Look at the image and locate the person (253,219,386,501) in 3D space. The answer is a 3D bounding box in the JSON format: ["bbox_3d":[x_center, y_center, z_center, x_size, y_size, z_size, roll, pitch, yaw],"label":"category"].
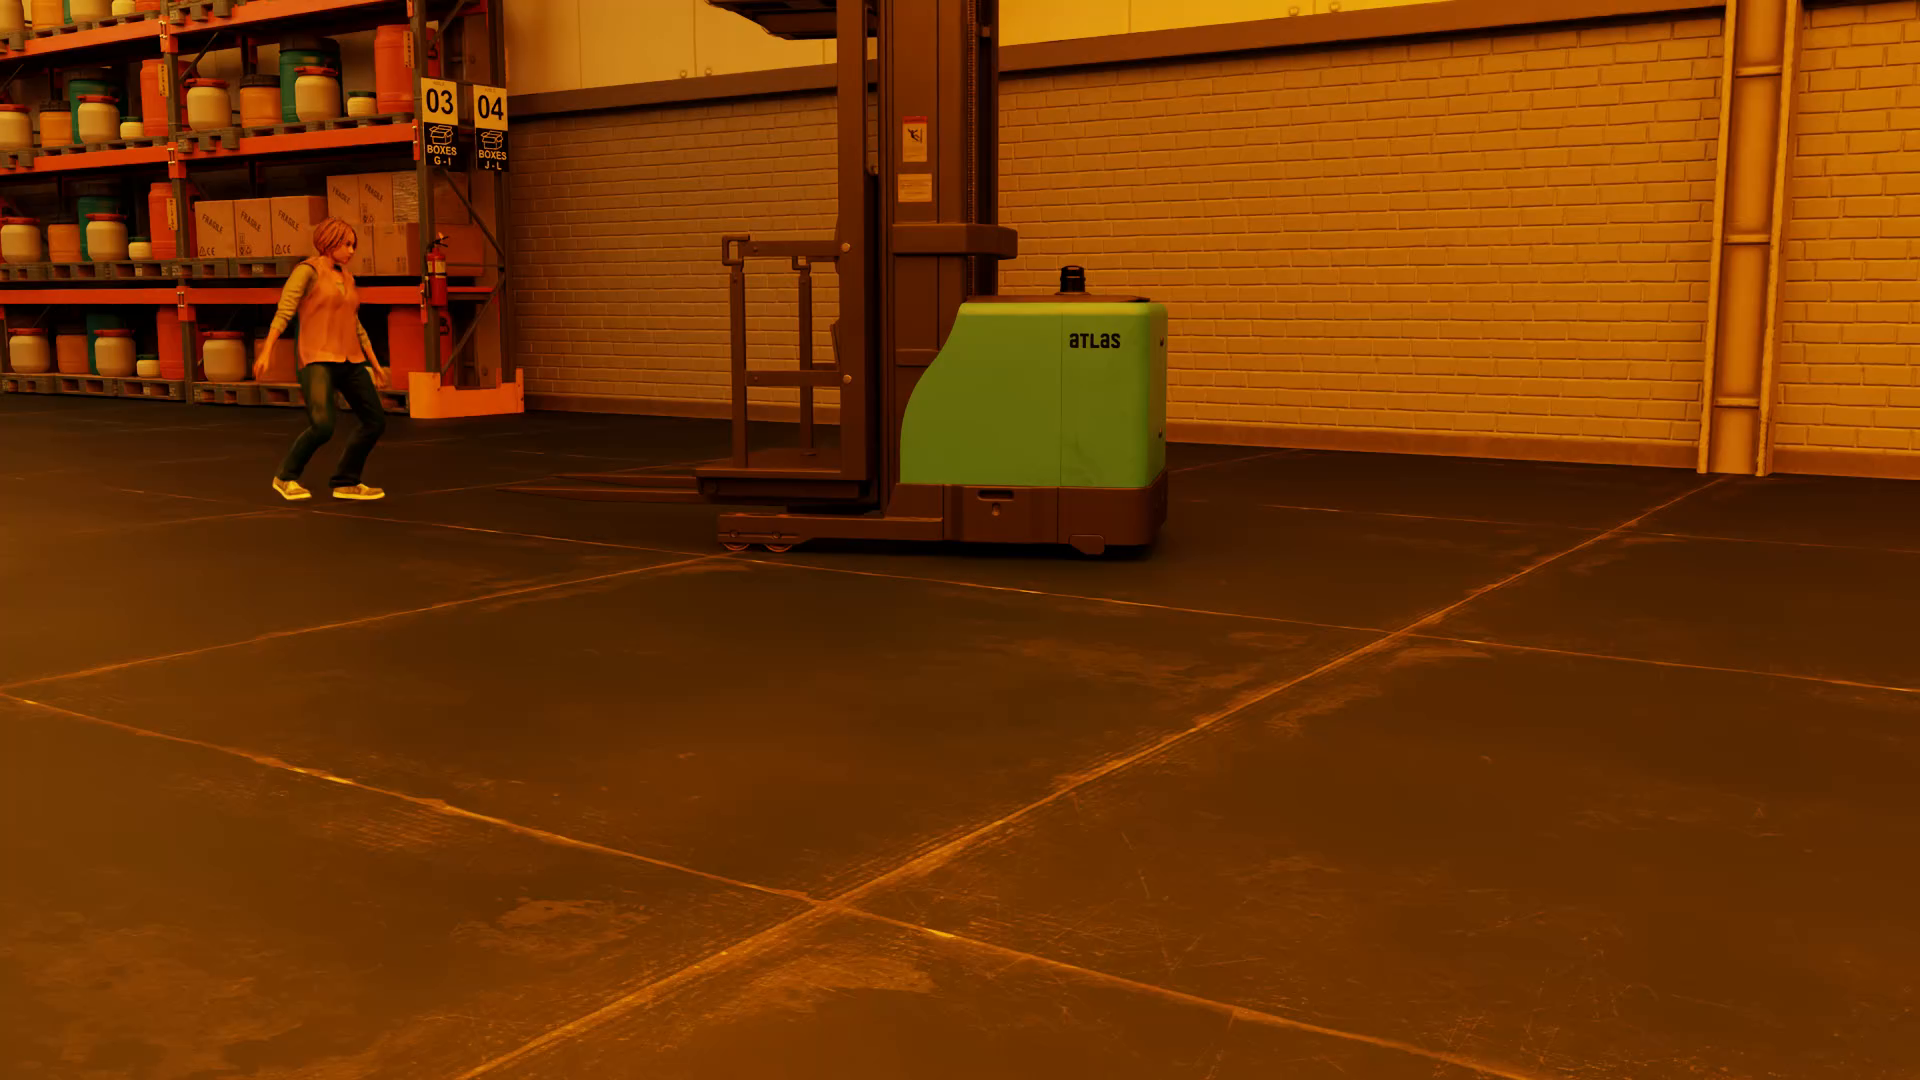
[{"bbox_3d":[-3.405,-0.939,8.849,0.449,1.521,0.744,4,9,28],"label":"person"}]

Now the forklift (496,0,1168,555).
[{"bbox_3d":[-0.596,-1.469,7.520,3.031,2.935,1.130,2,8,12],"label":"forklift"}]
